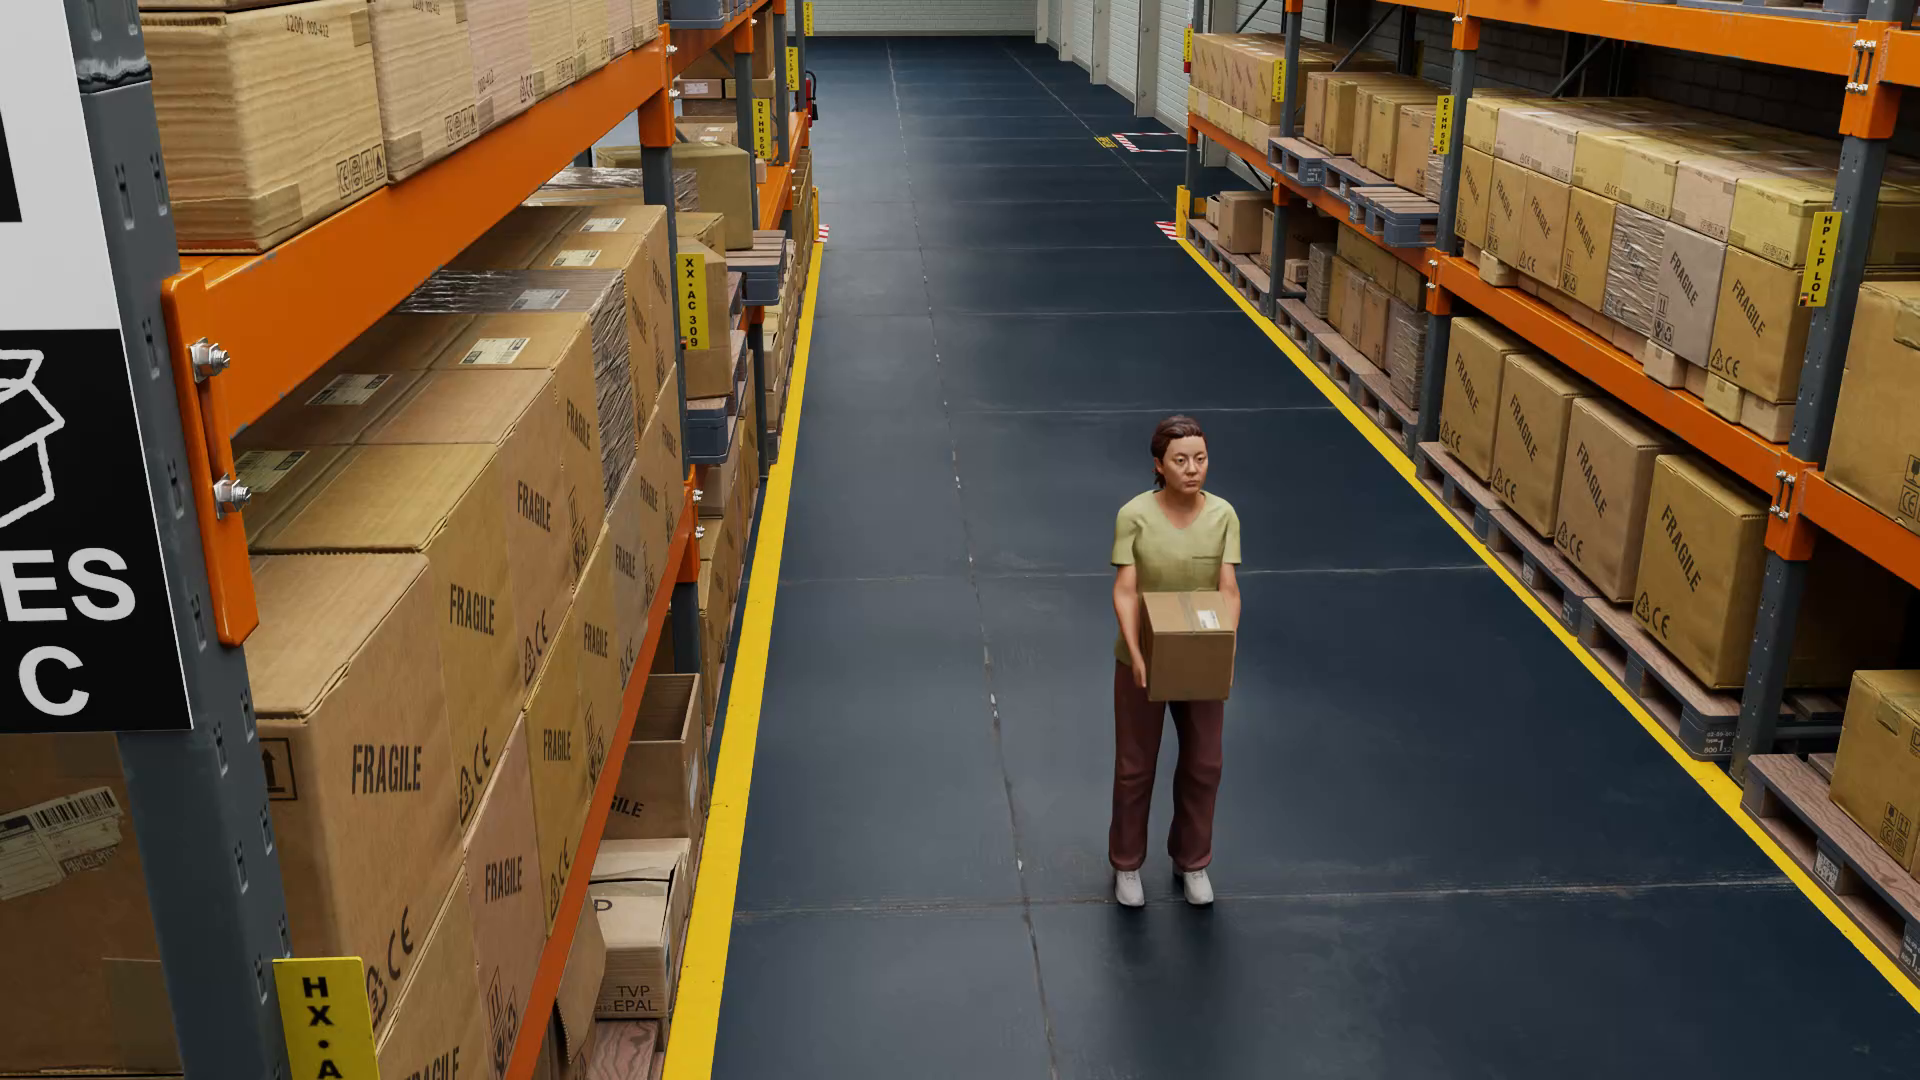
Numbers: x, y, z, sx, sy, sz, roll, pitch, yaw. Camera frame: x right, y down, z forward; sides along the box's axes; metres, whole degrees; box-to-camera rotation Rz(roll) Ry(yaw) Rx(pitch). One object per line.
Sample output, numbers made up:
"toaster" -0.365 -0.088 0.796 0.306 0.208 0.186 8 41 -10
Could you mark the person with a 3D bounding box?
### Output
"person" 0.699 0.554 5.479 0.426 1.409 0.537 -1 20 -2
